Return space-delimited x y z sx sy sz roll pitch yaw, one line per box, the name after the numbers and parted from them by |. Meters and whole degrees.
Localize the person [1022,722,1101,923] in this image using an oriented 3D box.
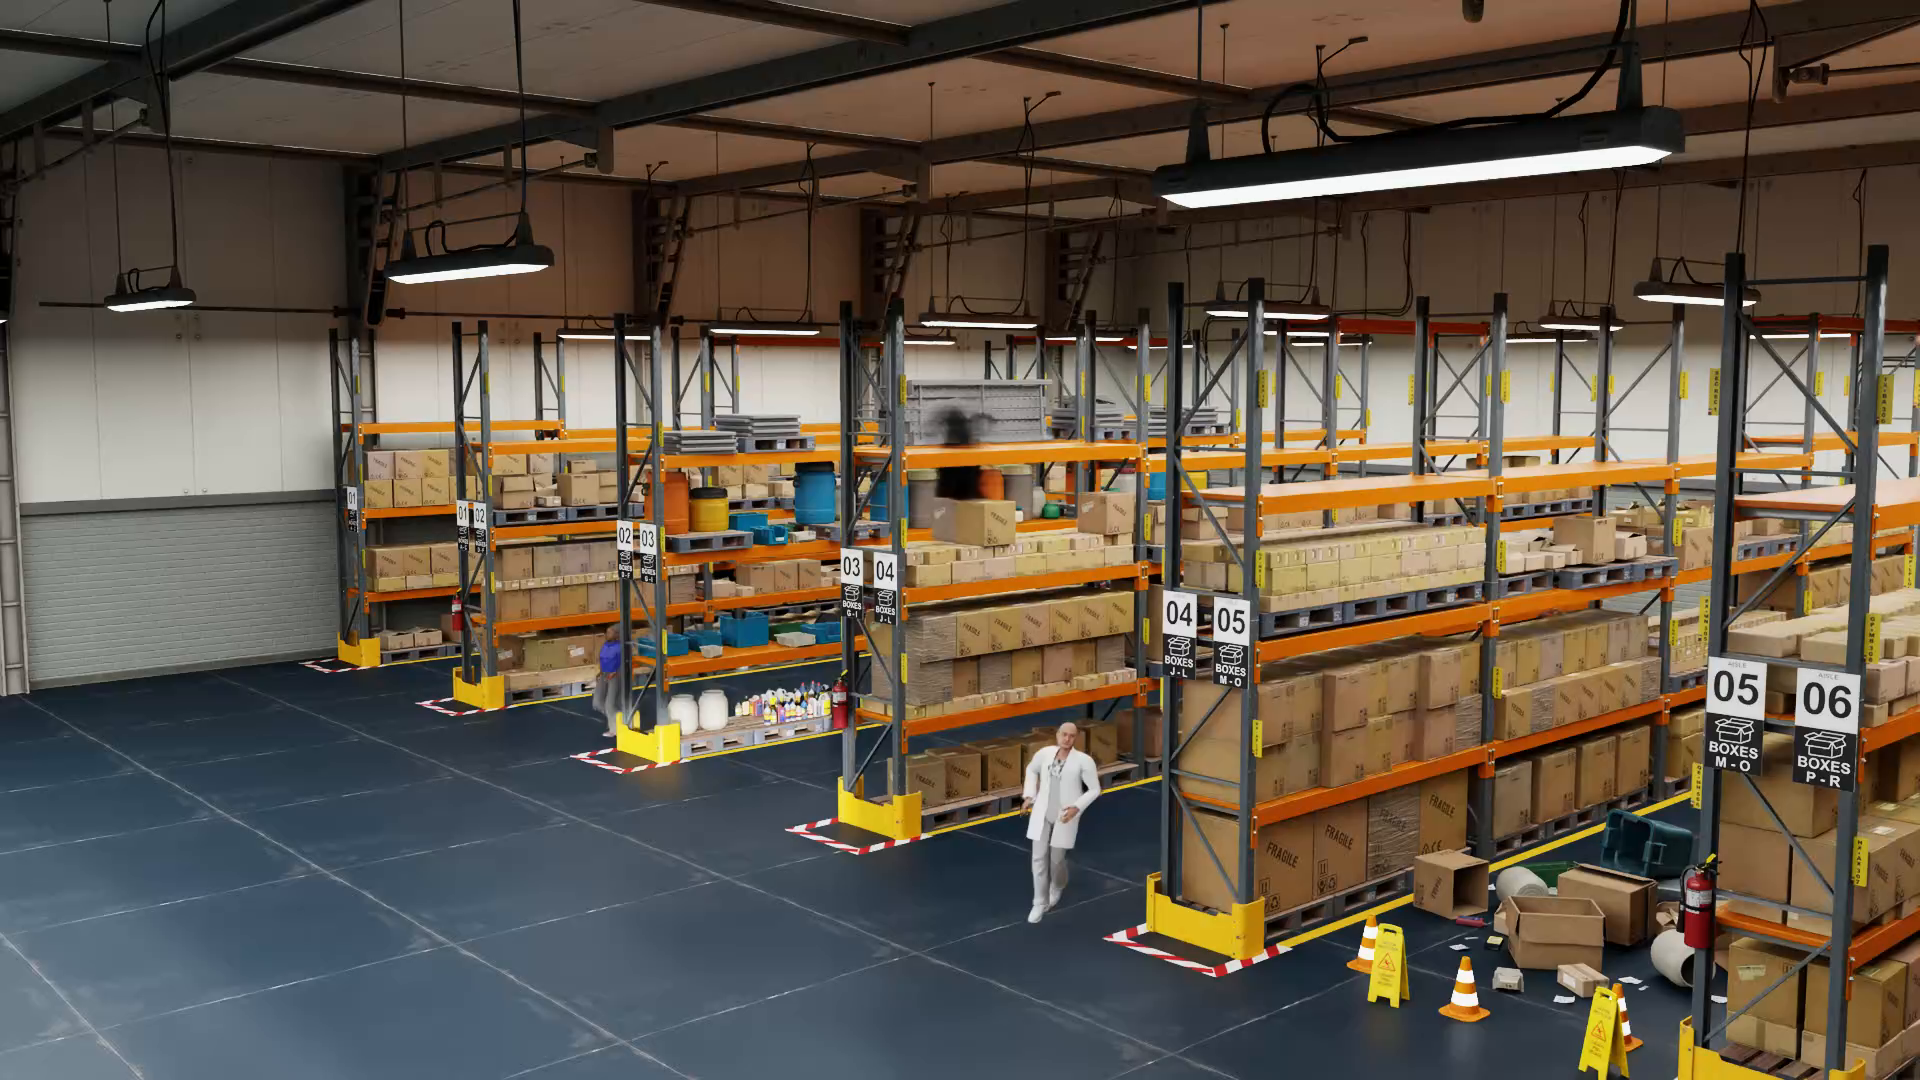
0.910 2.531 15.098 0.753 1.773 0.750 2 6 20 | person

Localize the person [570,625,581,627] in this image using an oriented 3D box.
-6.789 1.365 29.890 0.656 1.738 0.819 5 7 39 | person

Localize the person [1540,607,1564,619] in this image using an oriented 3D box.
9.103 1.762 25.650 0.761 1.773 0.686 -5 8 -43 | person

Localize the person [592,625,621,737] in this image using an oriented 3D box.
-4.995 2.018 23.821 0.573 1.605 0.562 4 7 32 | person
